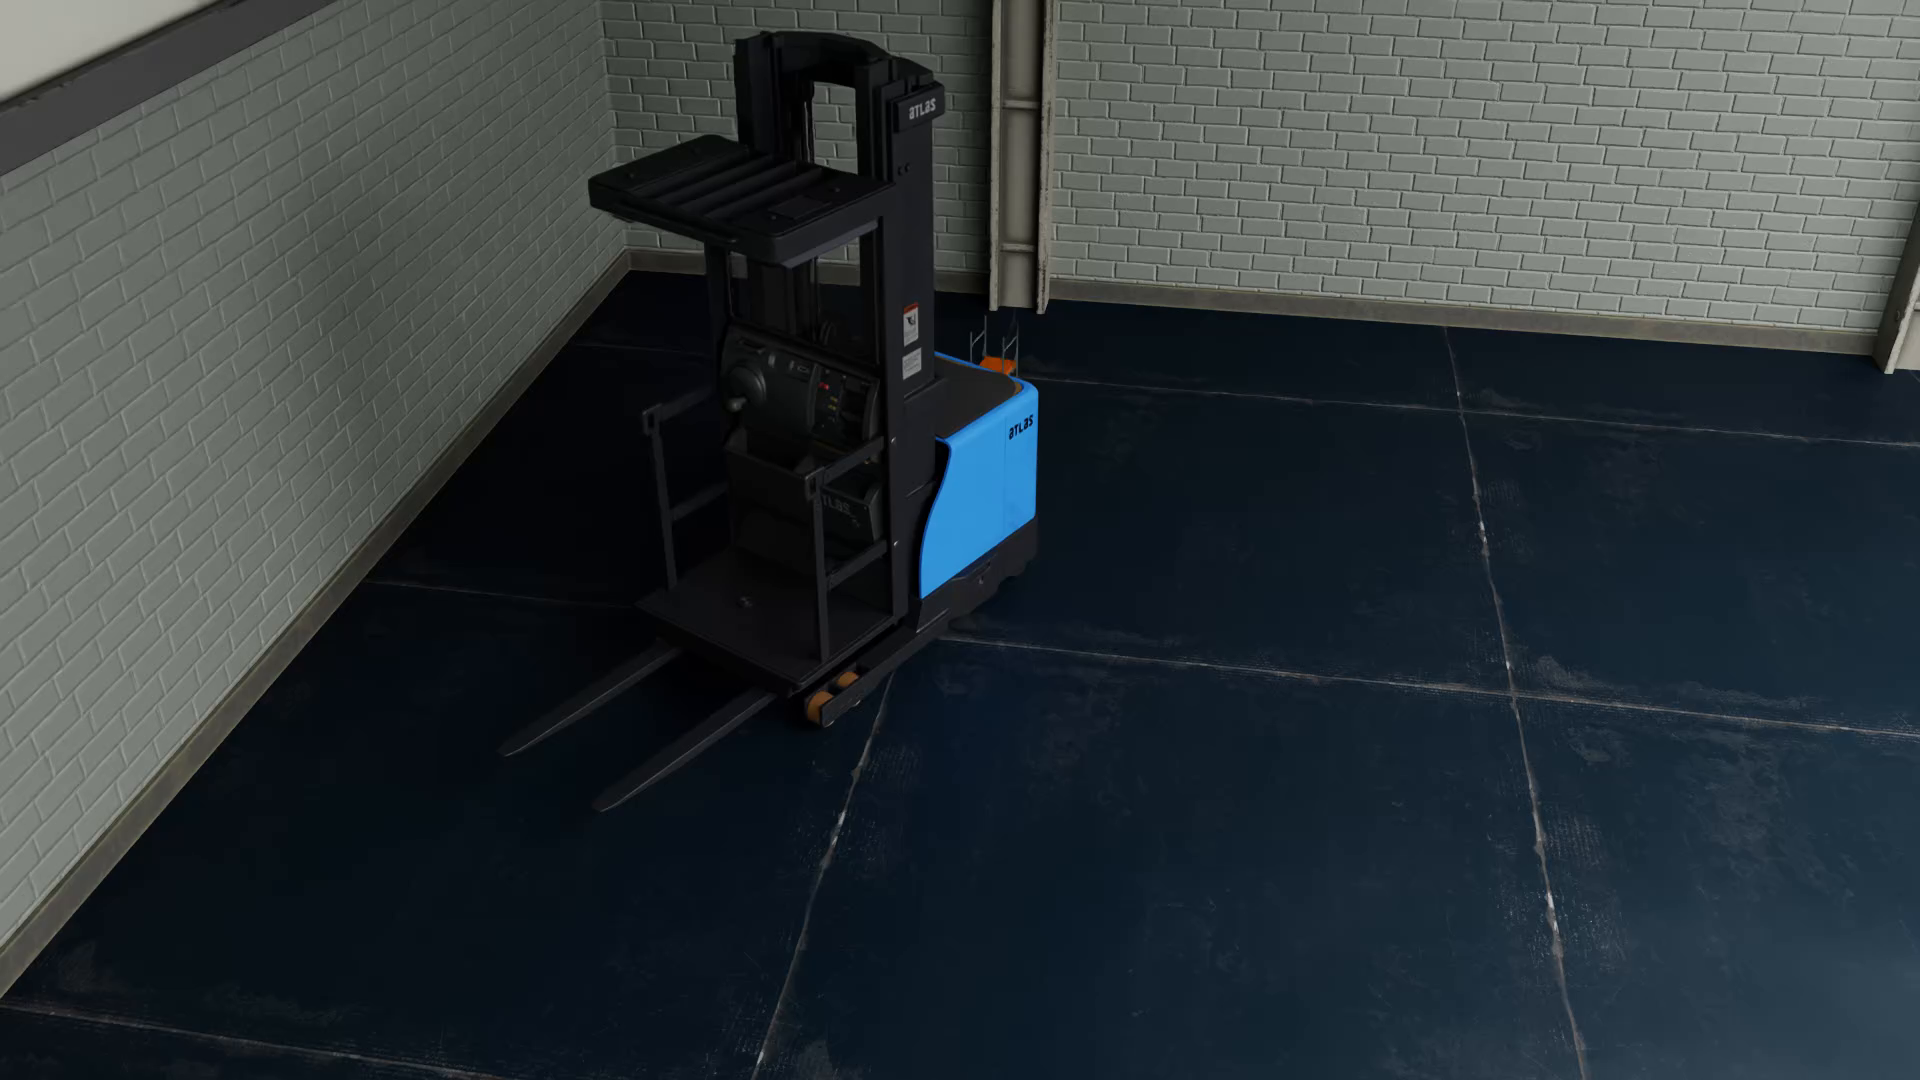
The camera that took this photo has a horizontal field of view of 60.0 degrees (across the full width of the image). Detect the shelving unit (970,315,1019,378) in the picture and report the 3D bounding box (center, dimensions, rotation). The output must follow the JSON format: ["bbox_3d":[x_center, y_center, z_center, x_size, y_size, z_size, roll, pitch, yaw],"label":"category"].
[{"bbox_3d":[0.182,-0.620,9.109,0.189,1.200,0.258,12,34,18],"label":"shelving unit"}]

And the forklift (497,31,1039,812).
[{"bbox_3d":[-0.870,-0.657,7.536,1.130,2.935,3.031,22,38,31],"label":"forklift"}]

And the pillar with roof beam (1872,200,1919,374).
[{"bbox_3d":[5.617,-2.731,5.131,0.400,9.000,9.100,5,32,8],"label":"pillar with roof beam"}]

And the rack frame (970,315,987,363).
[{"bbox_3d":[0.097,-0.637,9.137,0.006,1.200,0.240,12,34,18],"label":"rack frame"}]

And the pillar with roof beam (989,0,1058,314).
[{"bbox_3d":[-0.298,-3.266,5.987,0.400,9.000,9.100,5,32,8],"label":"pillar with roof beam"}]

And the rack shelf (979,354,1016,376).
[{"bbox_3d":[0.182,-0.887,8.942,0.180,0.103,0.258,12,34,18],"label":"rack shelf"}]

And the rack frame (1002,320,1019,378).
[{"bbox_3d":[0.268,-0.602,9.082,0.006,1.200,0.240,12,34,18],"label":"rack frame"}]
